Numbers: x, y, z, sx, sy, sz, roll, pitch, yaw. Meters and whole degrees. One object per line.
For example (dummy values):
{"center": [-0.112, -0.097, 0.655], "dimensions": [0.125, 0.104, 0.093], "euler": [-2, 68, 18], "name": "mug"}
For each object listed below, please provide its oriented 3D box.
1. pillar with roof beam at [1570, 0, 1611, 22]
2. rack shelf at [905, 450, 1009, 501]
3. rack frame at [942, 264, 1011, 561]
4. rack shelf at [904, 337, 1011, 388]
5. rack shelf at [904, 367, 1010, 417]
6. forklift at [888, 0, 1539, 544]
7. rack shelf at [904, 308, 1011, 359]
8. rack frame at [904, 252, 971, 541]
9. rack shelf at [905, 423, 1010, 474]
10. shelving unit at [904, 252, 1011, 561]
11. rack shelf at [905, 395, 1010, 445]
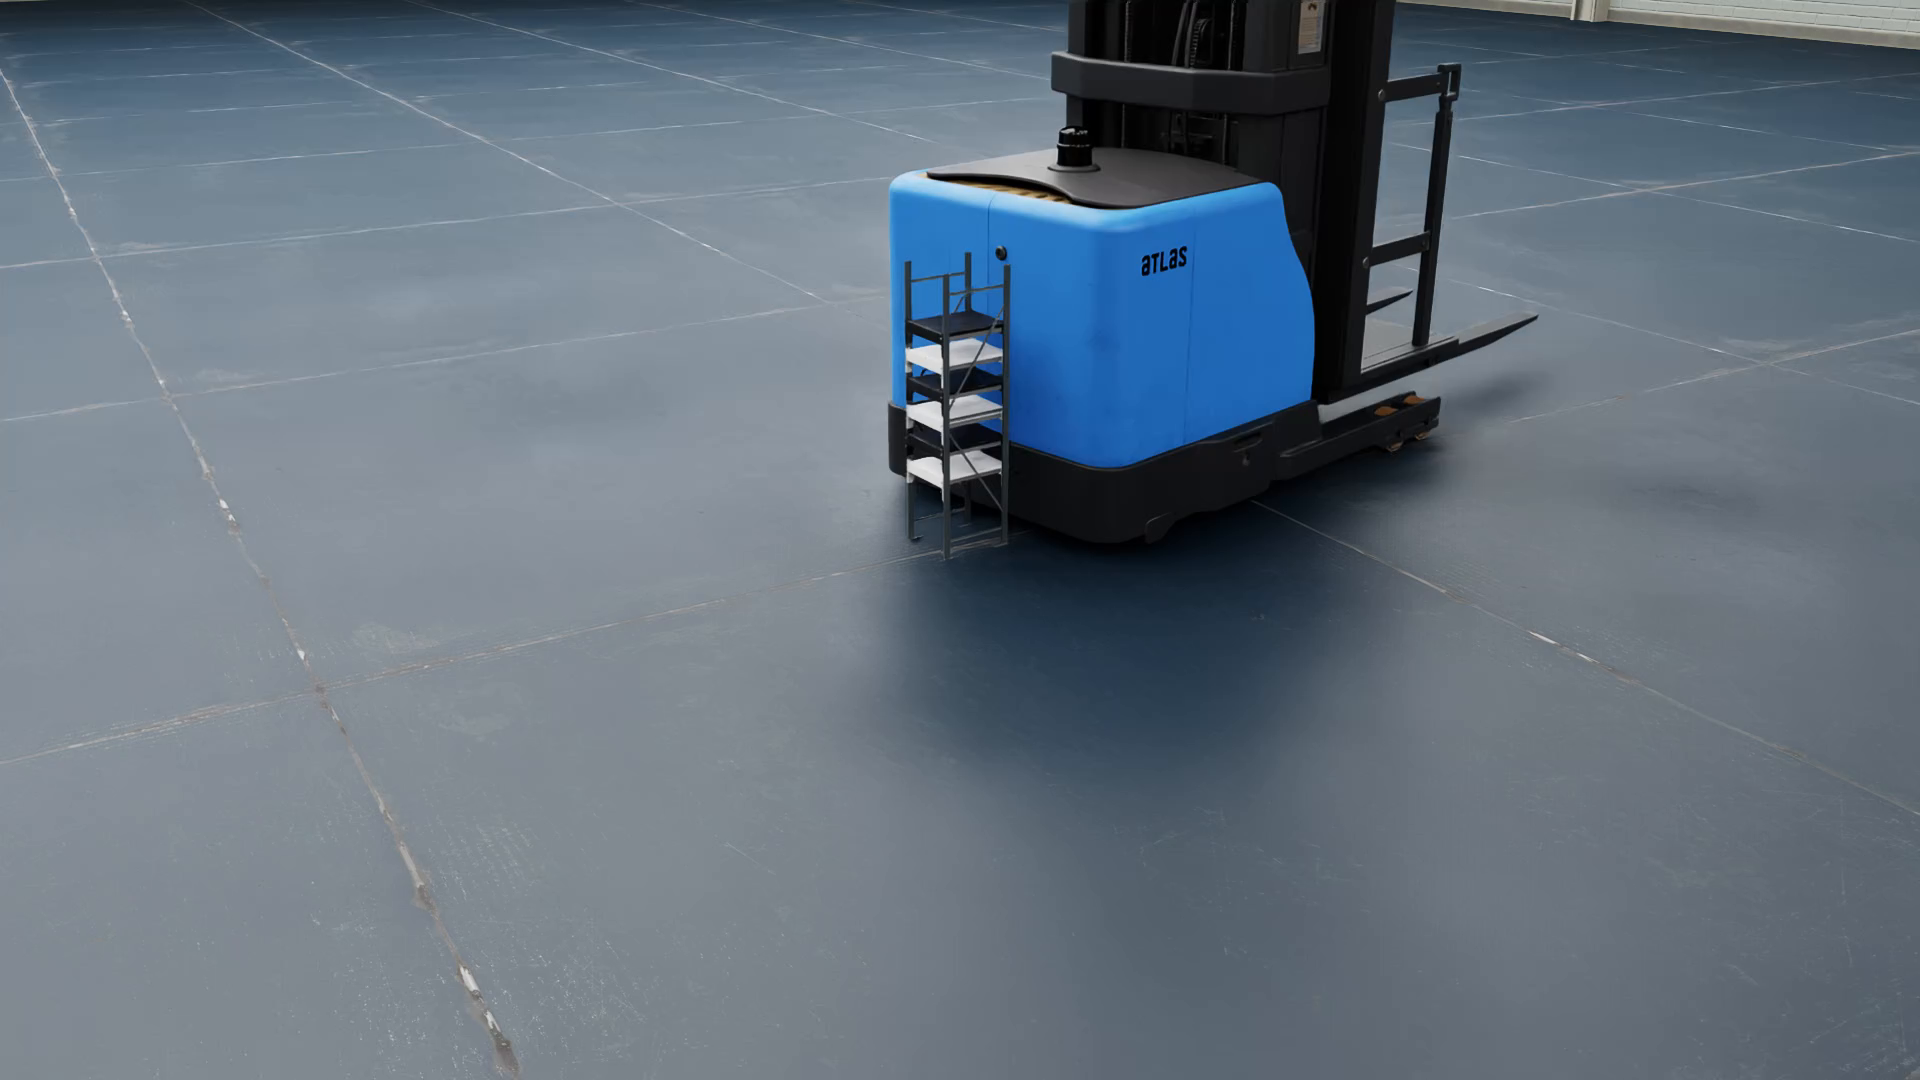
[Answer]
{"center": [4.992, -10.522, 19.248], "dimensions": [9.100, 9.000, 0.400], "euler": [-13, 25, -28], "name": "pillar with roof beam"}
{"center": [-0.008, -0.211, 5.202], "dimensions": [0.258, 0.077, 0.200], "euler": [-15, 26, -32], "name": "rack shelf"}
{"center": [0.050, -0.377, 5.044], "dimensions": [0.240, 0.900, 0.006], "euler": [-15, 26, -32], "name": "rack frame"}
{"center": [-0.008, -0.544, 5.066], "dimensions": [0.258, 0.077, 0.200], "euler": [-15, 26, -32], "name": "rack shelf"}
{"center": [-0.008, -0.461, 5.100], "dimensions": [0.258, 0.077, 0.200], "euler": [-15, 26, -32], "name": "rack shelf"}
{"center": [1.157, -1.804, 5.856], "dimensions": [3.031, 2.935, 1.130], "euler": [-20, 30, -41], "name": "forklift"}
{"center": [-0.008, -0.628, 5.032], "dimensions": [0.258, 0.077, 0.200], "euler": [-15, 26, -32], "name": "rack shelf"}
{"center": [-0.066, -0.440, 5.199], "dimensions": [0.240, 0.900, 0.006], "euler": [-15, 26, -32], "name": "rack frame"}
{"center": [-0.008, -0.294, 5.168], "dimensions": [0.258, 0.077, 0.200], "euler": [-15, 26, -32], "name": "rack shelf"}
{"center": [-0.008, -0.408, 5.121], "dimensions": [0.258, 0.900, 0.210], "euler": [-15, 26, -32], "name": "shelving unit"}
{"center": [-0.008, -0.378, 5.134], "dimensions": [0.258, 0.077, 0.200], "euler": [-15, 26, -32], "name": "rack shelf"}
